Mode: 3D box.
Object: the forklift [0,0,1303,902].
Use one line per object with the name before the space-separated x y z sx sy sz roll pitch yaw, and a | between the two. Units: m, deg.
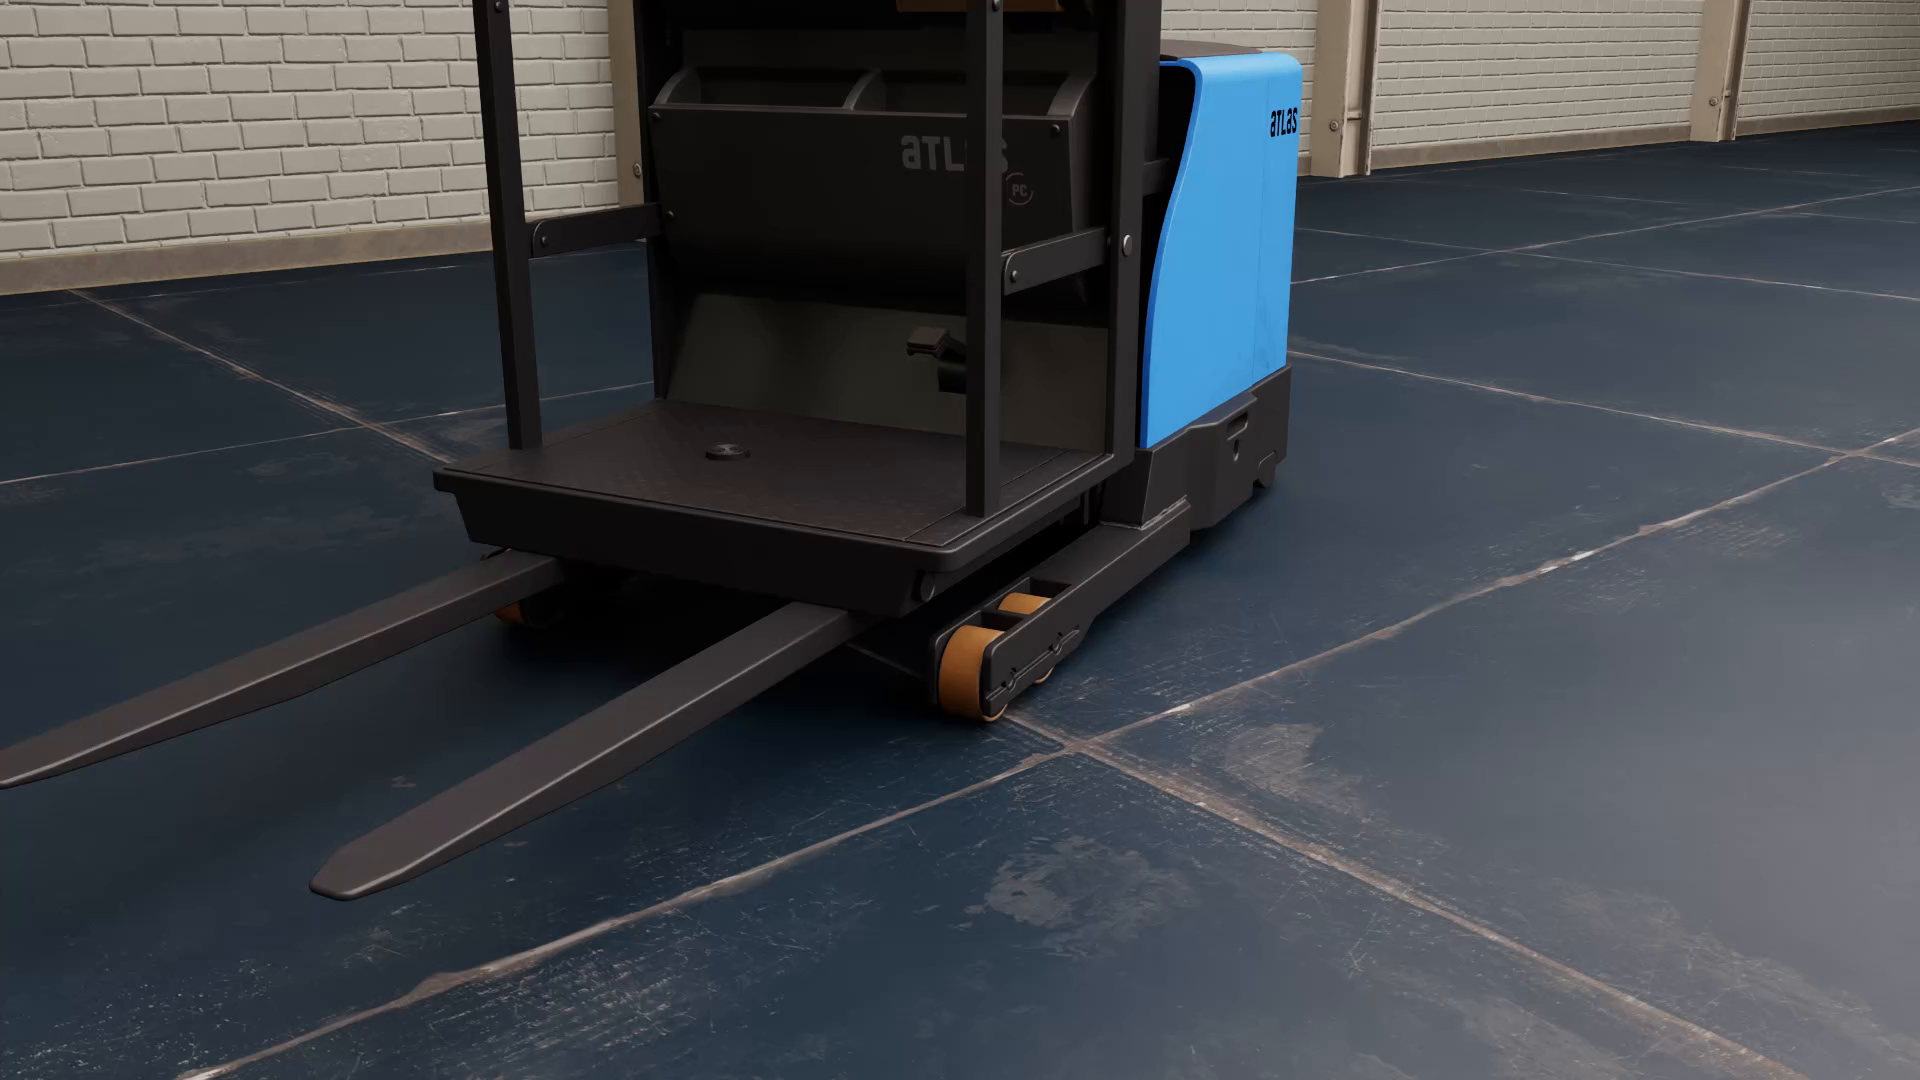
forklift | -0.280 -1.237 2.895 1.130 2.935 3.031 9 19 26
